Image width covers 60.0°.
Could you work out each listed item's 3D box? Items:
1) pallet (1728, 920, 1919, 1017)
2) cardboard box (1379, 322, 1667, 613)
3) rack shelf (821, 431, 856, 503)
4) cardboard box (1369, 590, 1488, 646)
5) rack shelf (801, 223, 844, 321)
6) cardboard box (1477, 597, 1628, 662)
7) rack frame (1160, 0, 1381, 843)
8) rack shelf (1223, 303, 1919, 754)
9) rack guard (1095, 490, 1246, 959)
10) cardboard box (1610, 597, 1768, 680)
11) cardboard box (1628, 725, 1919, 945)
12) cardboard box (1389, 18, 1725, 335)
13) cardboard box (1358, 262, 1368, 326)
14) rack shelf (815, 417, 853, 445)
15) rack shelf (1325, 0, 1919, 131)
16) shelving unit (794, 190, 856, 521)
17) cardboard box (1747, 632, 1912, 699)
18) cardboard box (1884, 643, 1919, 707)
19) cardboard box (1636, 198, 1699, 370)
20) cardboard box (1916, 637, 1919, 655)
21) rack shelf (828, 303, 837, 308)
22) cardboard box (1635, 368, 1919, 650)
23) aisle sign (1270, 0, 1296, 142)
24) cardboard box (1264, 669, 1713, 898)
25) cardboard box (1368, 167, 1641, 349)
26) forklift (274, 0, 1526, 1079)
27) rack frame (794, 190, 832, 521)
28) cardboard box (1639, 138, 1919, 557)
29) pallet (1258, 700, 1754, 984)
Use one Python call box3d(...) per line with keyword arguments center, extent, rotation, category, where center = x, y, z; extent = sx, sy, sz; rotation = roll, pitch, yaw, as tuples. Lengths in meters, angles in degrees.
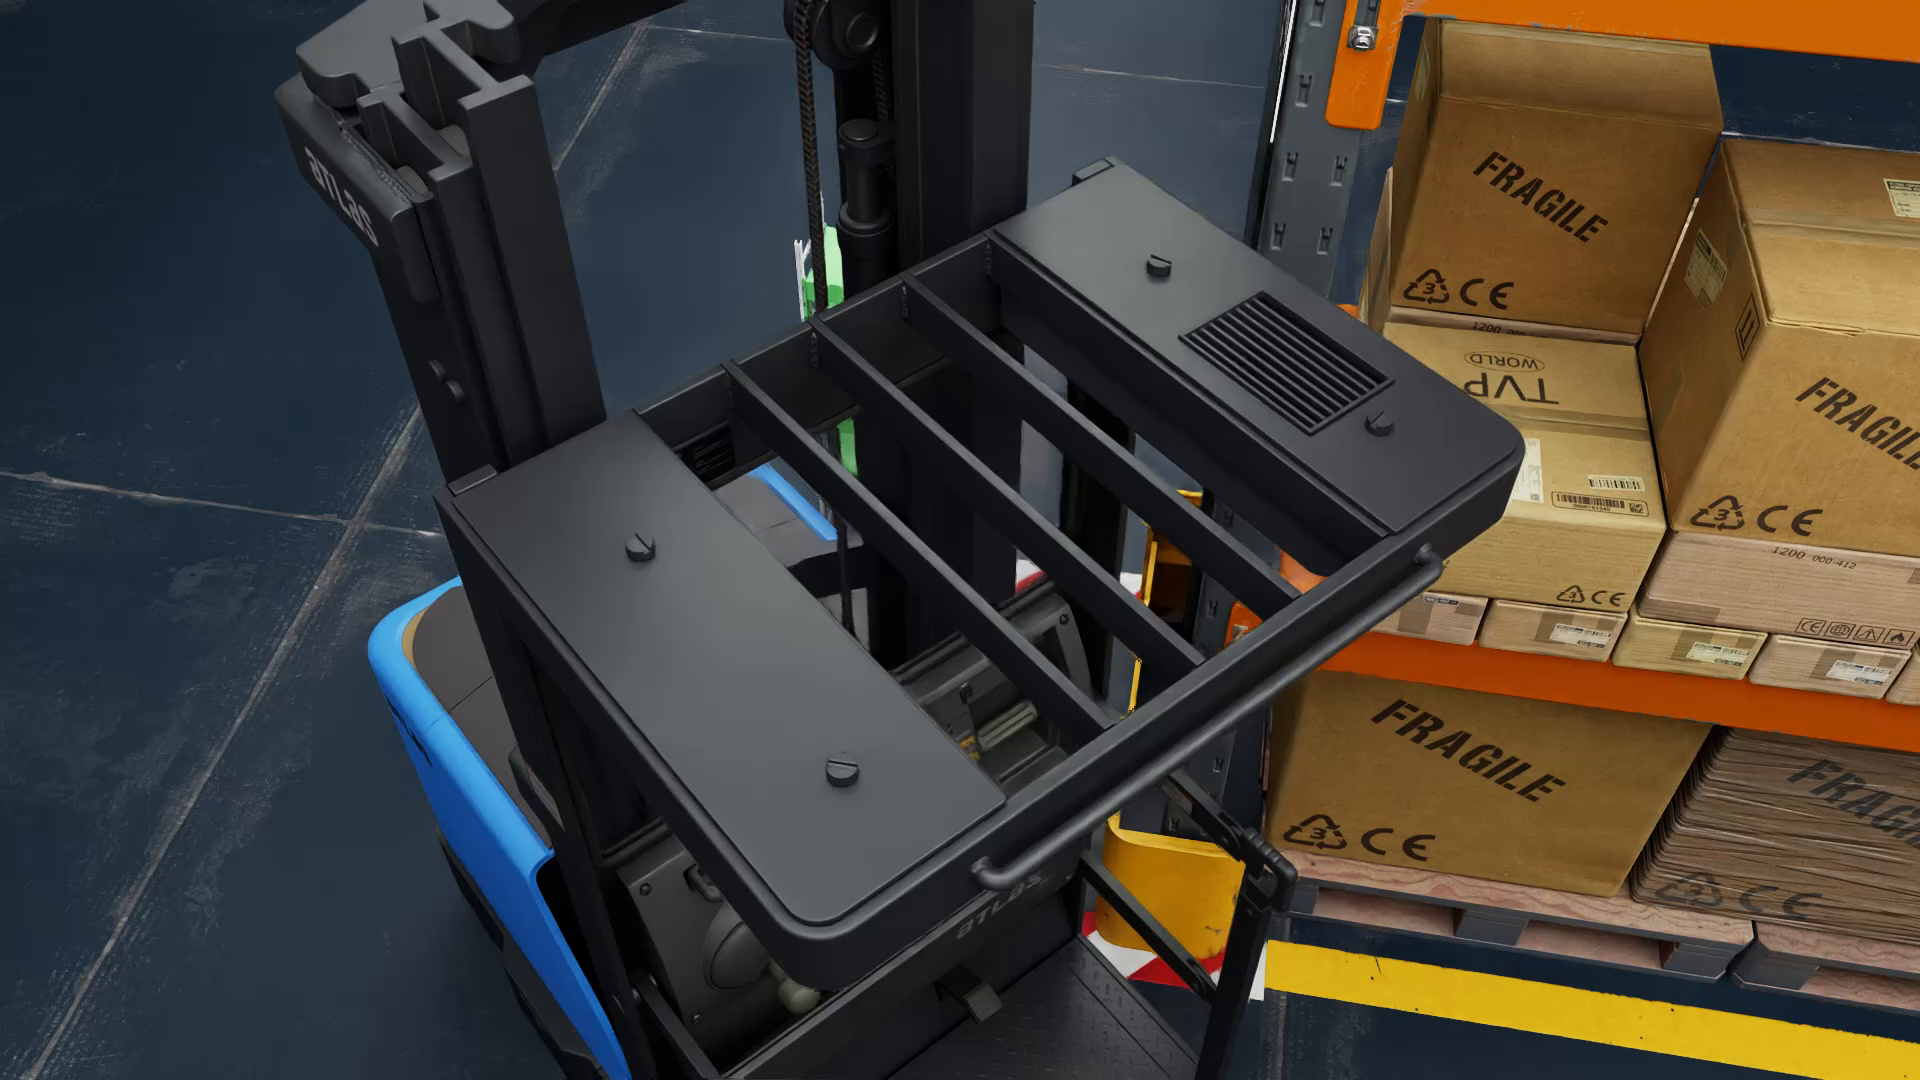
box3d(center=(2.638, 0.781, 4.407), extent=(1.213, 0.211, 1.003), rotation=(8, 49, 7), category="pallet")
box3d(center=(1.064, -0.151, 3.270), extent=(0.500, 0.250, 0.500), rotation=(7, 48, 6), category="cardboard box")
box3d(center=(-0.163, -0.220, 5.049), extent=(0.480, 0.148, 0.258), rotation=(8, 49, 7), category="rack shelf")
box3d(center=(0.931, 0.010, 3.394), extent=(0.250, 0.149, 0.380), rotation=(8, 49, 7), category="cardboard box")
box3d(center=(-0.163, -0.701, 4.514), extent=(0.480, 0.148, 0.258), rotation=(8, 49, 7), category="rack shelf")
box3d(center=(1.183, 0.043, 3.364), extent=(0.250, 0.149, 0.380), rotation=(7, 48, 6), category="cardboard box")
box3d(center=(0.640, -0.363, 3.559), extent=(0.127, 3.000, 1.000), rotation=(8, 49, 7), category="rack frame")
box3d(center=(2.608, 0.142, 3.589), extent=(4.000, 0.370, 1.077), rotation=(8, 49, 7), category="rack shelf")
box3d(center=(0.616, 0.469, 4.492), extent=(0.348, 0.500, 1.175), rotation=(8, 49, 7), category="rack guard")
box3d(center=(1.435, 0.076, 3.334), extent=(0.250, 0.149, 0.380), rotation=(7, 48, 6), category="cardboard box")
box3d(center=(2.180, 0.353, 4.062), extent=(0.875, 0.875, 0.875), rotation=(8, 49, 7), category="cardboard box")
box3d(center=(1.166, -0.791, 3.341), extent=(0.500, 0.500, 0.500), rotation=(8, 49, 7), category="cardboard box")
box3d(center=(1.049, -0.473, 3.827), extent=(0.250, 0.149, 0.380), rotation=(9, 49, 8), category="cardboard box")
box3d(center=(-0.163, -0.380, 4.871), extent=(0.480, 0.148, 0.258), rotation=(8, 49, 7), category="rack shelf")
box3d(center=(2.608, -0.860, 2.474), extent=(4.000, 0.370, 1.077), rotation=(8, 49, 7), category="rack shelf")
box3d(center=(-0.163, -0.423, 4.823), extent=(0.503, 1.200, 0.258), rotation=(8, 49, 7), category="shelving unit")
box3d(center=(1.692, 0.110, 3.304), extent=(0.250, 0.149, 0.380), rotation=(7, 48, 6), category="cardboard box")
box3d(center=(1.942, 0.144, 3.273), extent=(0.250, 0.149, 0.380), rotation=(7, 48, 6), category="cardboard box")
box3d(center=(1.663, -0.475, 3.561), extent=(0.500, 0.250, 0.500), rotation=(7, 48, 6), category="cardboard box")
box3d(center=(2.071, -0.018, 3.150), extent=(0.500, 0.250, 0.500), rotation=(6, 48, 6), category="cardboard box")
box3d(center=(-0.163, -0.541, 4.692), extent=(0.480, 0.148, 0.258), rotation=(8, 49, 7), category="rack shelf")
box3d(center=(1.577, -0.087, 3.212), extent=(0.500, 0.250, 0.500), rotation=(7, 48, 6), category="cardboard box")
box3d(center=(0.516, -1.022, 2.404), extent=(0.004, 0.787, 0.394), rotation=(8, 49, 7), category="aisle sign")
box3d(center=(1.284, 0.233, 4.170), extent=(0.875, 0.875, 0.875), rotation=(8, 49, 7), category="cardboard box")
box3d(center=(1.164, -0.542, 3.622), extent=(0.500, 0.250, 0.500), rotation=(7, 48, 6), category="cardboard box")
box3d(center=(-0.006, 0.556, 2.780), extent=(1.130, 2.935, 3.031), rotation=(-31, 55, -25), category="forklift")
box3d(center=(-0.403, -0.455, 4.852), extent=(0.015, 1.200, 0.240), rotation=(8, 49, 7), category="rack frame")
box3d(center=(1.556, -0.335, 2.932), extent=(0.500, 0.500, 0.500), rotation=(7, 48, 6), category="cardboard box")
box3d(center=(1.441, 0.618, 4.553), extent=(1.213, 0.211, 1.003), rotation=(8, 49, 7), category="pallet")
